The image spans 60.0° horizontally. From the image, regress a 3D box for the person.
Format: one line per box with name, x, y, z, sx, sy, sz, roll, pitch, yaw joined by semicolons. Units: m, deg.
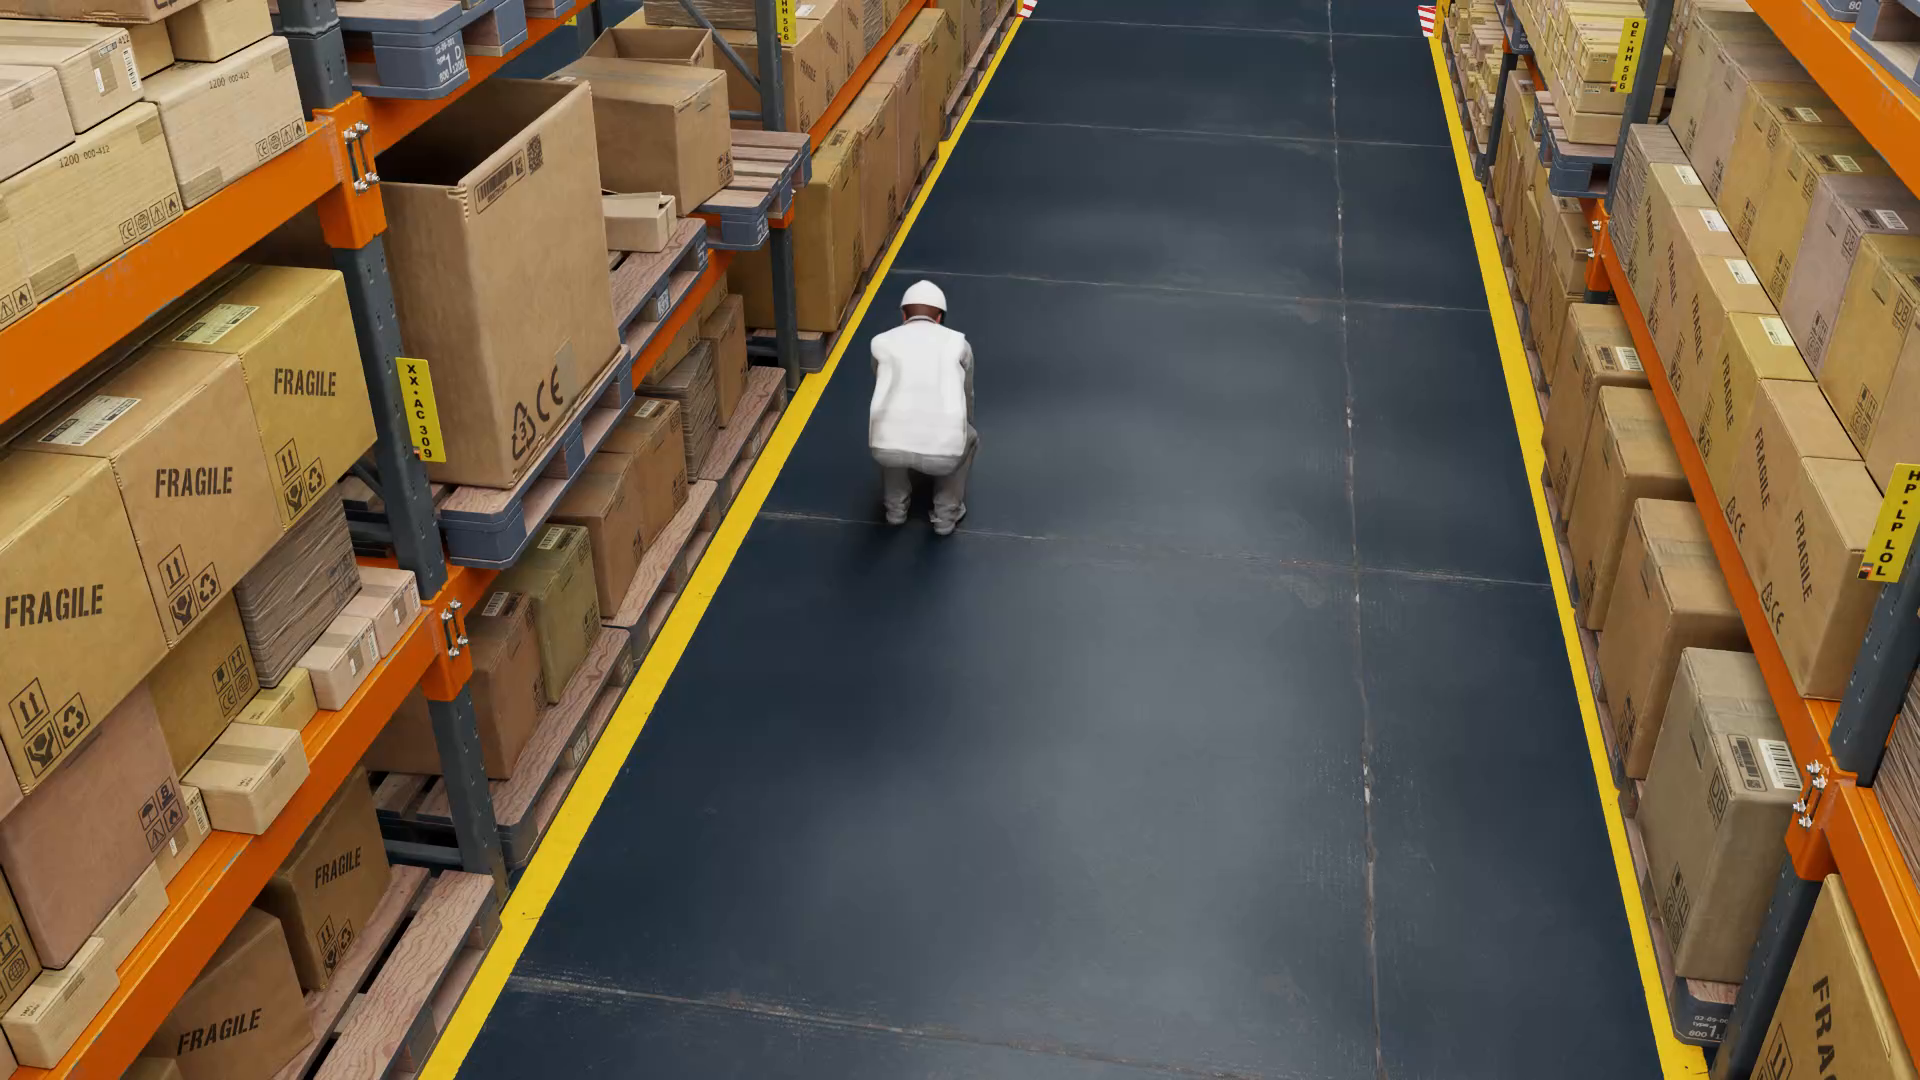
person;-0.165;-0.612;7.824;0.506;0.990;0.973;4;32;6
